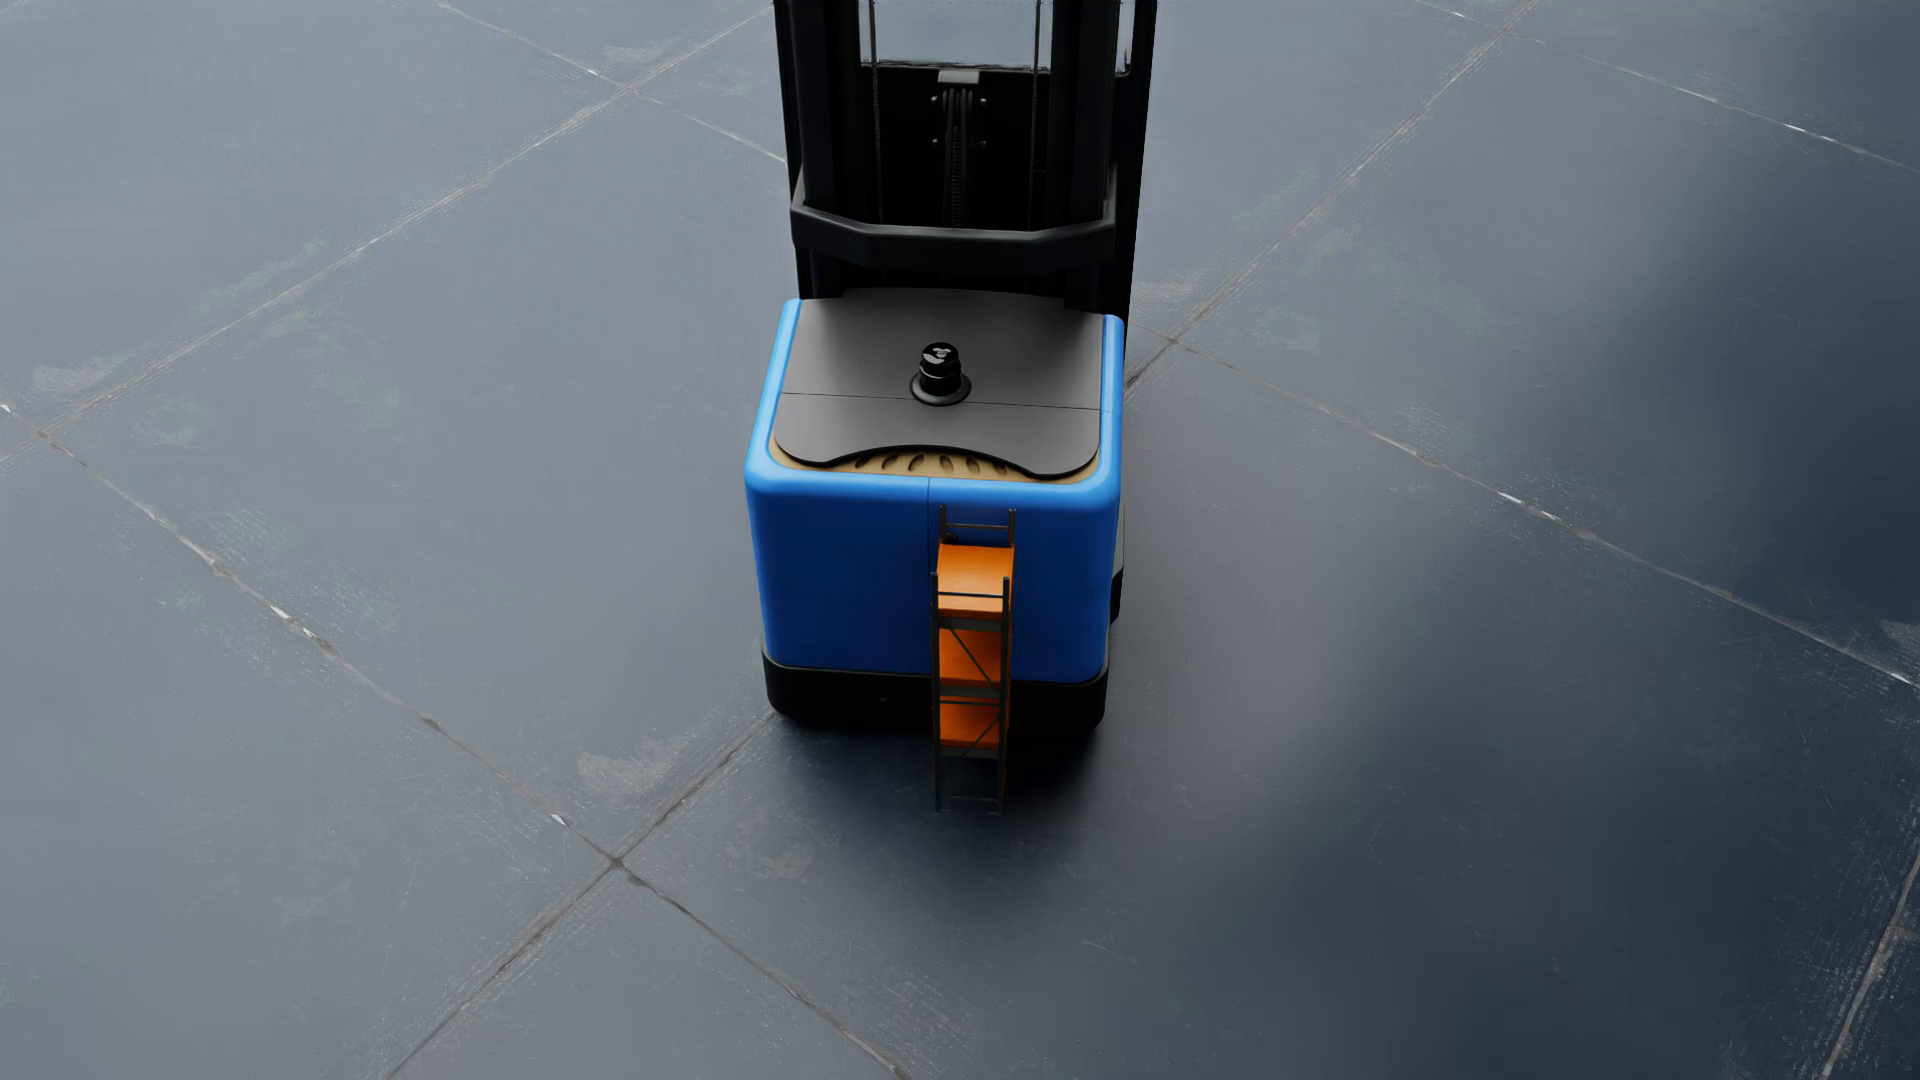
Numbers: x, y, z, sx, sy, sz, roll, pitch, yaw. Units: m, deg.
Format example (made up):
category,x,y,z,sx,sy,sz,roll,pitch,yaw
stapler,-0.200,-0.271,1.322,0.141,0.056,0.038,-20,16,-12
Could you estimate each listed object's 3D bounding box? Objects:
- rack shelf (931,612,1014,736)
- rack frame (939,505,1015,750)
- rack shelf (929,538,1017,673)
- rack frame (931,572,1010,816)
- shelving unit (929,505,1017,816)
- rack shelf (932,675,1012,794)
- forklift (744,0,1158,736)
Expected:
category,x,y,z,sx,sy,sz,roll,pitch,yaw
rack shelf,0.036,0.373,4.683,0.215,0.259,0.240,3,46,3
rack frame,0.046,0.277,4.759,0.200,1.050,0.008,3,46,3
rack shelf,0.036,0.177,4.477,0.215,0.259,0.240,3,46,3
rack frame,0.027,0.453,4.591,0.200,1.050,0.008,3,46,3
shelving unit,0.036,0.365,4.675,0.215,1.050,0.252,3,46,3
rack shelf,0.036,0.565,4.884,0.215,0.259,0.240,3,46,3
forklift,0.035,-1.480,5.137,1.130,2.935,3.031,3,46,3
